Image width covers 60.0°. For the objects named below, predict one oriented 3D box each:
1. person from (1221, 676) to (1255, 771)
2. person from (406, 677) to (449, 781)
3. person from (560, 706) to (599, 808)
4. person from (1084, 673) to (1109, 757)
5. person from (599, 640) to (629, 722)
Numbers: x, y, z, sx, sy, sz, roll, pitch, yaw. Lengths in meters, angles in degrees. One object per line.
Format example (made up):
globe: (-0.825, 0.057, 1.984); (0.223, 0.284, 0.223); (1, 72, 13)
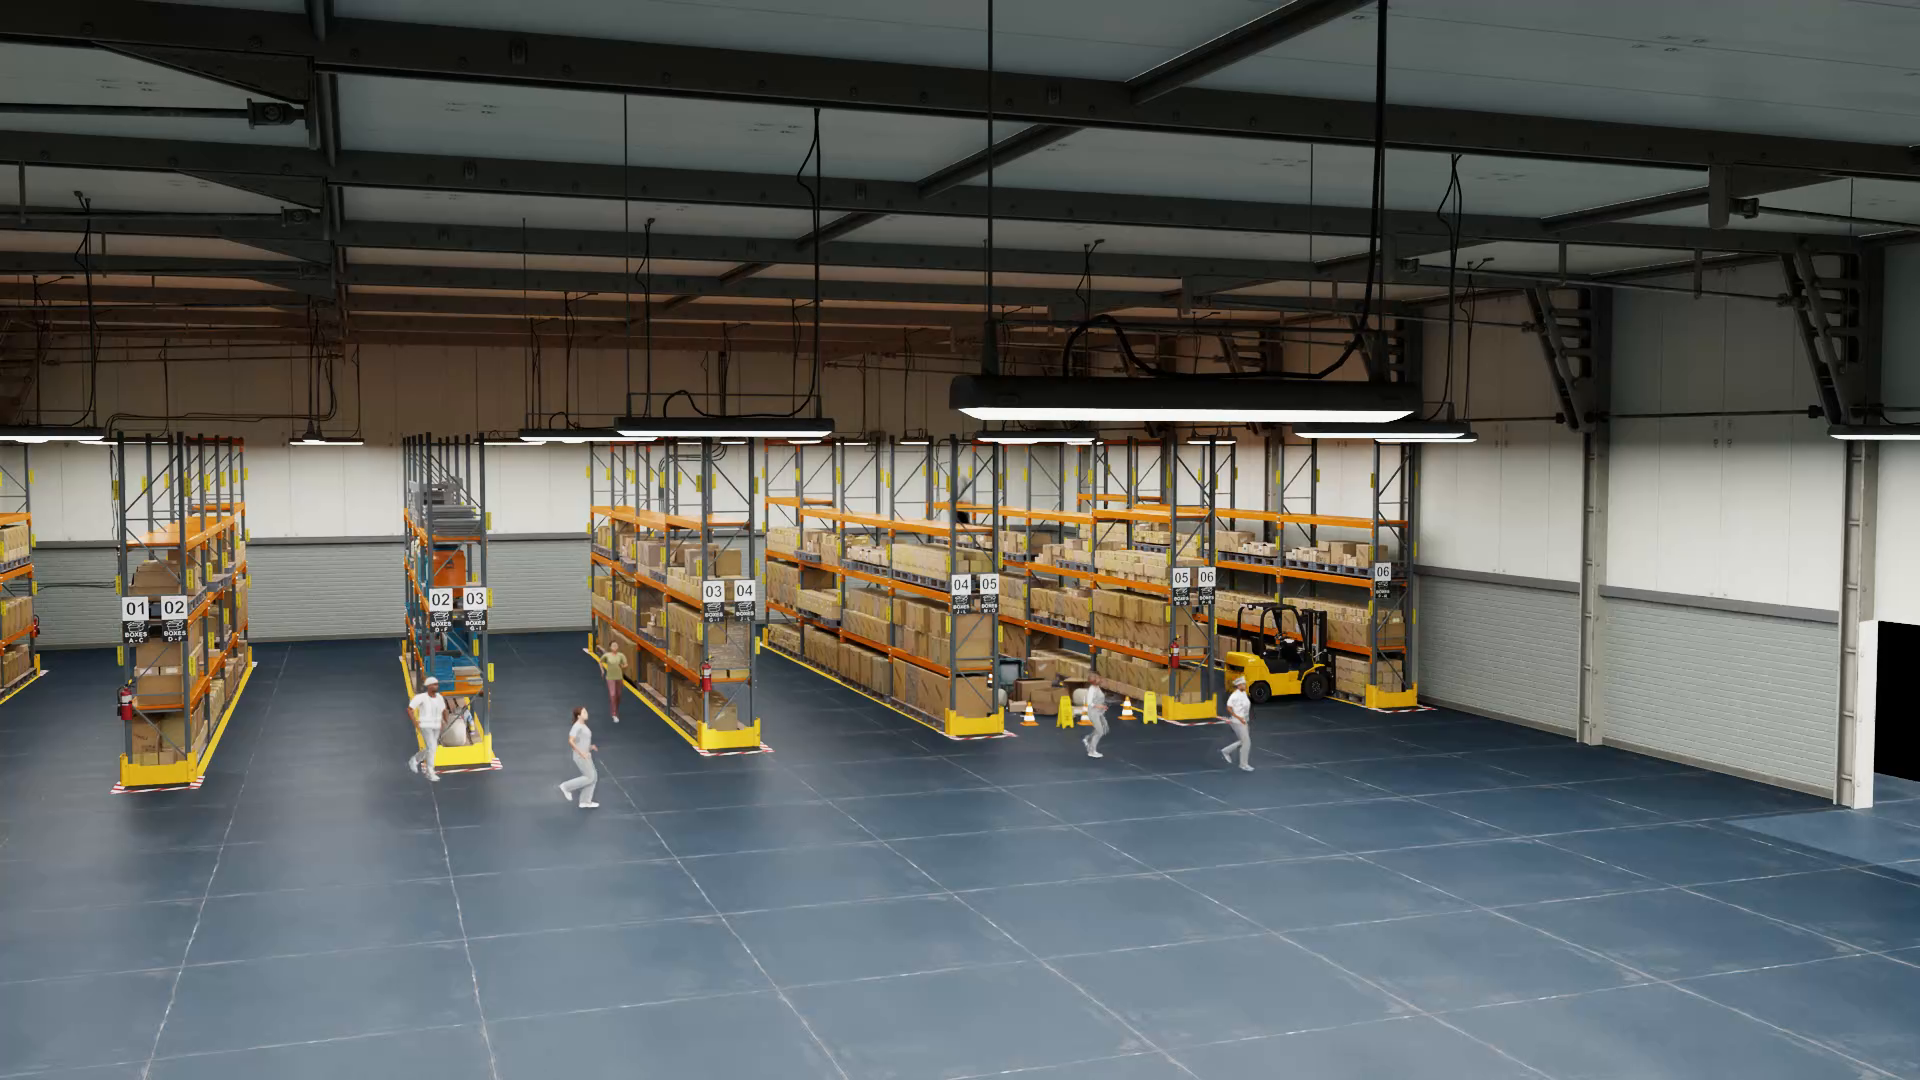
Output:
person: (4.951, 3.249, 29.602); (0.620, 1.685, 0.587); (2, 4, 31)
person: (-9.227, 3.259, 28.897); (0.784, 1.749, 0.736); (2, 4, 28)
person: (-6.045, 3.443, 26.415); (0.597, 1.624, 0.580); (0, 3, -2)
person: (2.530, 3.237, 30.764); (0.551, 1.554, 0.529); (1, 3, 24)
person: (-7.238, 2.928, 34.853); (0.570, 1.665, 0.960); (-1, 3, -24)
